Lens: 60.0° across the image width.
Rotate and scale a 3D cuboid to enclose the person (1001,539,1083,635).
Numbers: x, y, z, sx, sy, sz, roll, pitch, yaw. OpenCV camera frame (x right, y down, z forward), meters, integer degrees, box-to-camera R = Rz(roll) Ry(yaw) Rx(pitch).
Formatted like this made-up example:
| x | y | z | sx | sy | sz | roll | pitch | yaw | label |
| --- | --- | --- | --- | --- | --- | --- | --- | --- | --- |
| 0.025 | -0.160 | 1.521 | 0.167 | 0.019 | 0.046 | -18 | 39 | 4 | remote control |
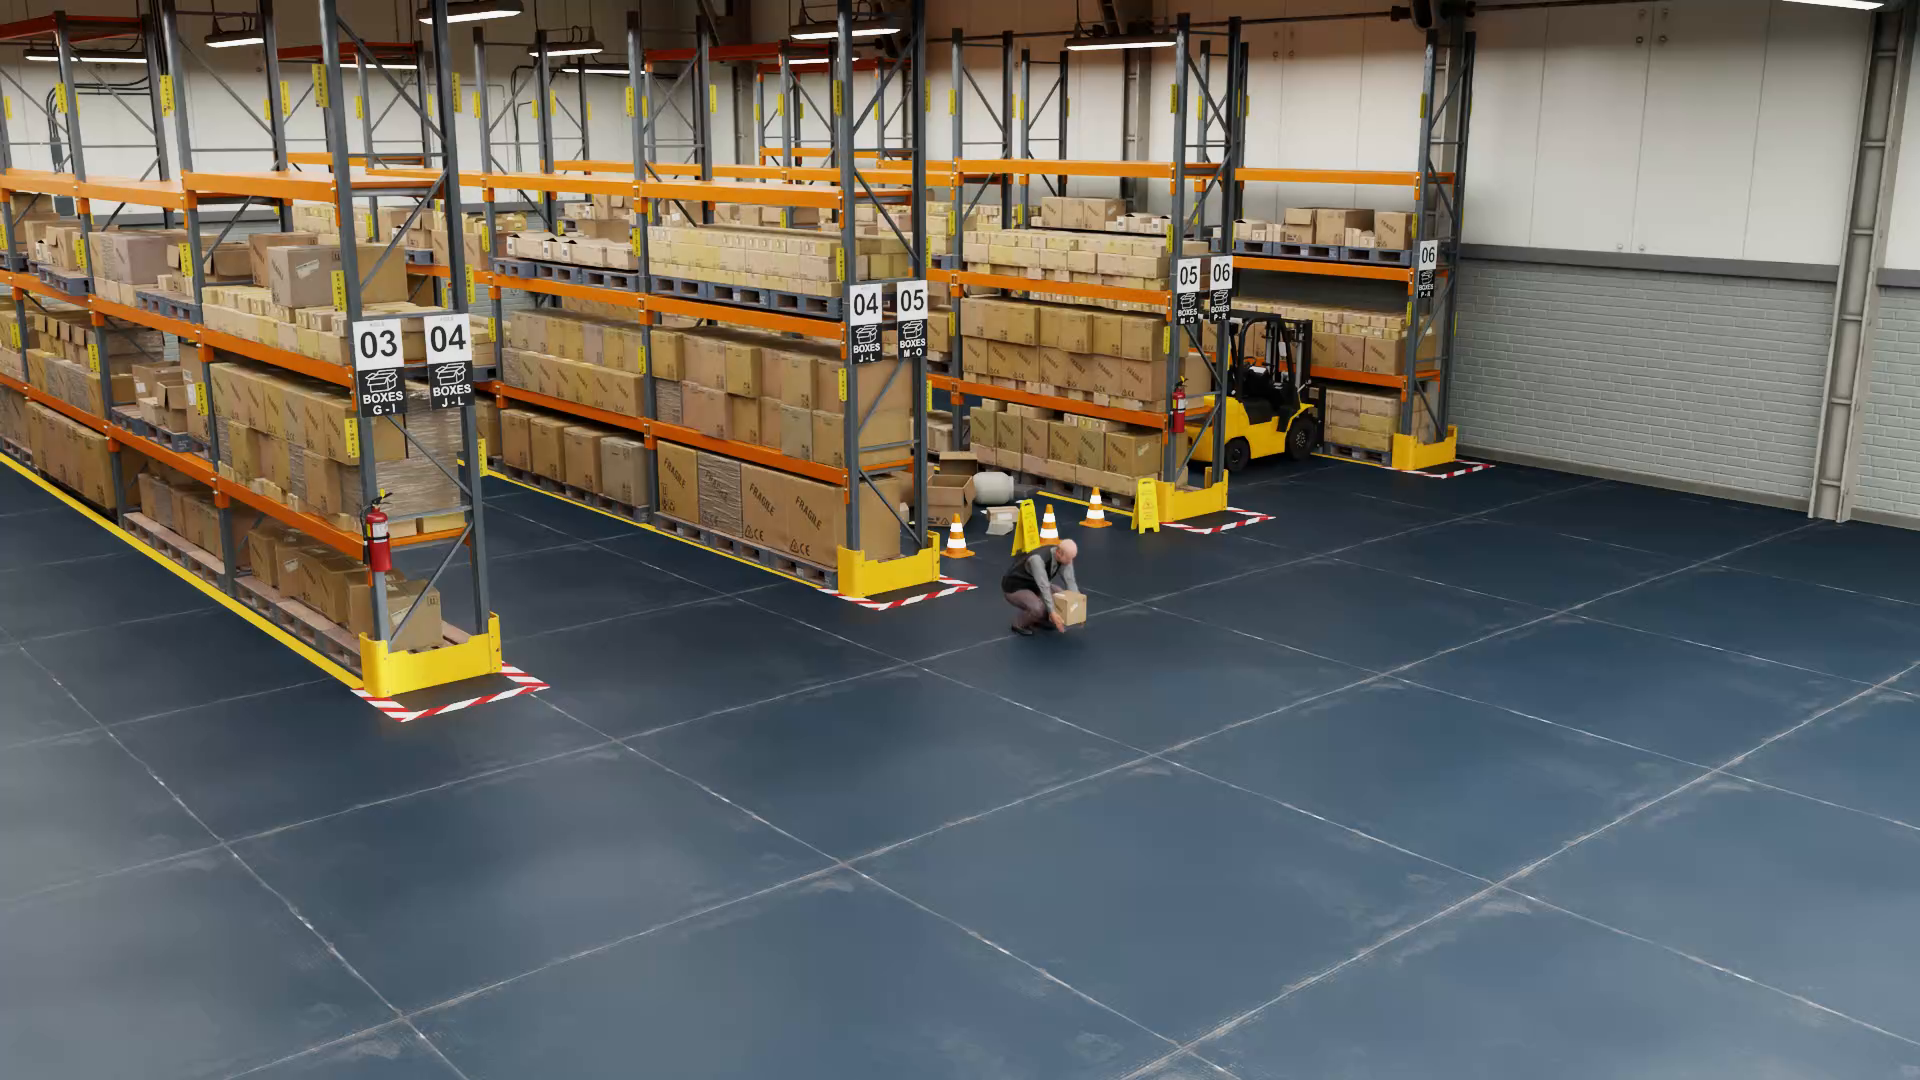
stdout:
| x | y | z | sx | sy | sz | roll | pitch | yaw | label |
| --- | --- | --- | --- | --- | --- | --- | --- | --- | --- |
| 0.807 | 0.433 | 15.910 | 0.525 | 0.964 | 0.869 | -12 | 18 | -40 | person |
